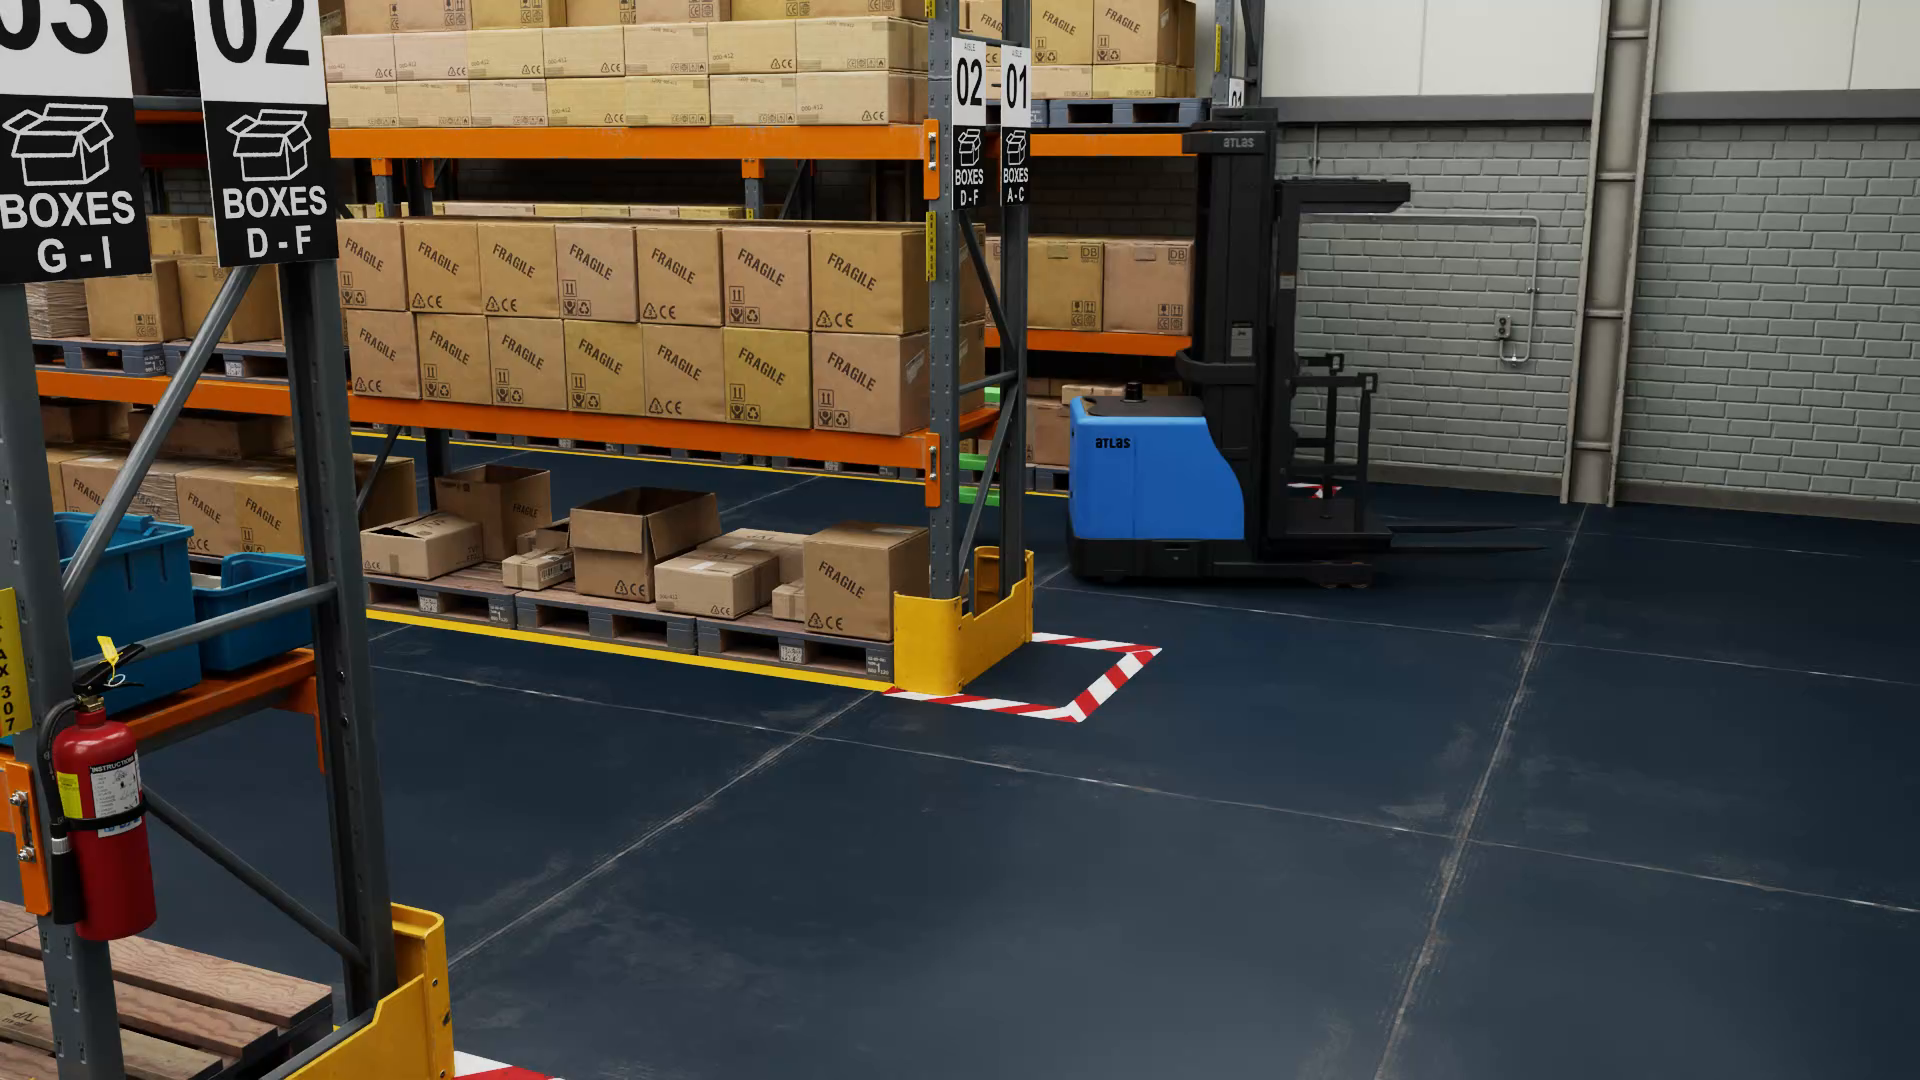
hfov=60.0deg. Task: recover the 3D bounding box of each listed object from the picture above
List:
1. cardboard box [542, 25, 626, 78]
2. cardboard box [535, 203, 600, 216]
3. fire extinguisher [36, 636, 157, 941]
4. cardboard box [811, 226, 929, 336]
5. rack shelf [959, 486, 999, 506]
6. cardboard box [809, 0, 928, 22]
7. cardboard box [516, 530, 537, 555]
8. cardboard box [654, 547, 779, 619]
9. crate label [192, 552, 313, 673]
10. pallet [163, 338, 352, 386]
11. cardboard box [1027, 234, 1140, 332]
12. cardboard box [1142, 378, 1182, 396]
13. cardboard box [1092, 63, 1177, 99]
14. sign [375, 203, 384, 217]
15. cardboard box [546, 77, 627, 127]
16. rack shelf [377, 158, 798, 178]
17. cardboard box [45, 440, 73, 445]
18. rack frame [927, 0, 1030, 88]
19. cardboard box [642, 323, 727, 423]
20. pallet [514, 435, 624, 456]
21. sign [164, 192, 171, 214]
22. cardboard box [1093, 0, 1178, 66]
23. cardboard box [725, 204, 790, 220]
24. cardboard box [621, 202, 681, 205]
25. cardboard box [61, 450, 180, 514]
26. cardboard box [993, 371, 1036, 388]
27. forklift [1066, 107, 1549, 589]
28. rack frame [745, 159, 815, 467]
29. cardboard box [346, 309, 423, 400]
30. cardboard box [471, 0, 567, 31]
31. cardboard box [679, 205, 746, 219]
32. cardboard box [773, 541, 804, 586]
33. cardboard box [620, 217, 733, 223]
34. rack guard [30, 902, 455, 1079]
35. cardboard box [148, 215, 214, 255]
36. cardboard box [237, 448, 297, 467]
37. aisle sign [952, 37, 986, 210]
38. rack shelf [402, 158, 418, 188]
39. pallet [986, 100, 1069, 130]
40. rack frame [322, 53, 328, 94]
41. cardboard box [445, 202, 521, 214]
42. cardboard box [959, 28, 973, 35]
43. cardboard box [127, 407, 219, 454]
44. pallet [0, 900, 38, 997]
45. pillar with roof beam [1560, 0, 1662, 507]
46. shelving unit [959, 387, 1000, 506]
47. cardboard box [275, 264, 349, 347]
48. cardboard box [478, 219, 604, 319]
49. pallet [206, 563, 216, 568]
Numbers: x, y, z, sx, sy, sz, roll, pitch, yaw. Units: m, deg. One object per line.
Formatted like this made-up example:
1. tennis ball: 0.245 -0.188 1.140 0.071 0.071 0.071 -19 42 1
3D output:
1. cardboard box: -1.840 -2.561 8.771 0.500 0.250 0.500 6 14 23
2. cardboard box: -3.475 -2.905 15.012 0.500 0.250 0.500 5 14 22
3. fire extinguisher: -1.950 0.564 3.769 0.183 0.674 0.296 6 14 23
4. cardboard box: -0.412 -1.317 8.394 0.500 0.500 0.500 6 14 23
5. rack shelf: 0.151 -0.273 11.622 0.480 0.148 0.258 6 14 23
6. cardboard box: -0.370 -2.838 8.309 0.500 0.500 0.700 6 14 23
7. cardboard box: -2.548 0.021 10.375 0.250 0.149 0.380 6 14 23
8. cardboard box: -1.347 0.234 9.249 0.500 0.250 0.500 6 14 23
9. crate label: -1.996 0.197 4.584 0.303 0.233 0.416 6 14 23
10. pallet: -4.238 -1.171 10.601 1.213 0.211 1.003 6 14 23
11. cardboard box: 0.969 -2.089 13.435 0.700 0.700 0.980 6 14 23
12. cardboard box: 1.624 -1.210 13.479 0.250 0.149 0.380 6 14 24
13. cardboard box: 1.332 -3.486 12.667 0.500 0.250 0.500 6 15 25
14. sign: -5.417 -2.984 15.545 0.005 0.325 0.100 6 14 23
15. cardboard box: -1.836 -2.319 8.835 0.500 0.250 0.500 6 14 23
16. rack shelf: -3.377 -3.498 15.105 4.000 0.370 1.077 6 14 23
17. cardboard box: -6.258 -0.498 11.819 0.500 0.500 0.500 6 15 25
18. rack frame: 0.106 -3.719 7.904 0.127 3.000 1.000 6 14 23
19. cardboard box: -1.343 -0.926 8.915 0.500 0.500 0.500 6 14 24
20. pallet: -3.404 -1.014 15.613 1.213 0.211 1.003 6 14 23
21. sign: -8.641 -3.623 18.095 0.005 0.325 0.100 6 14 23
22. cardboard box: 1.329 -3.849 12.575 0.500 0.500 0.500 6 14 23
23. cardboard box: -1.863 -2.868 14.857 0.500 0.250 0.500 6 15 25
24. cardboard box: -2.805 -2.961 15.251 0.500 0.250 0.500 5 14 21
25. cardboard box: -5.491 -0.292 10.940 0.500 0.500 0.500 5 14 21
26. cardboard box: 0.464 -1.327 13.977 0.250 0.149 0.380 6 14 24
27. forklift: 2.237 -1.244 10.640 3.031 2.935 1.130 0 13 1
28. rack frame: -1.548 -2.203 14.577 0.127 3.000 1.000 6 14 23
29. cardboard box: -3.196 -1.113 9.711 0.500 0.500 0.500 6 15 25
30. cardboard box: -2.232 -3.006 9.025 0.500 0.500 0.700 6 14 23
31. cardboard box: -2.079 -2.761 14.400 0.500 0.250 0.500 6 15 25
32. cardboard box: -0.733 0.171 9.517 0.500 0.250 0.500 6 14 23
33. cardboard box: -1.594 -1.570 9.474 0.500 0.500 0.500 6 14 23
34. rack guard: -1.877 1.453 4.469 0.348 0.500 1.175 6 14 23
35. cardboard box: -7.903 -3.099 17.212 0.500 0.500 0.700 7 15 29
36. cardboard box: -4.387 -0.308 11.010 0.500 0.500 0.500 6 14 24
37. aisle sign: 0.044 -1.993 7.992 0.004 0.787 0.394 6 14 23
38. rack shelf: -5.380 -2.463 10.695 4.000 0.370 1.077 6 14 23
39. pallet: 0.307 -3.429 13.430 1.213 0.211 1.003 6 14 23
40. rack frame: -3.551 -4.089 9.481 0.127 3.000 1.000 6 14 23
41. cardboard box: -4.403 -2.996 15.401 0.500 0.250 0.500 6 14 22
42. cardboard box: -0.258 -2.530 8.641 0.500 0.250 0.500 6 14 23
43. cardboard box: -5.268 -0.765 11.315 0.500 0.250 0.500 5 14 22
44. pallet: -3.754 1.396 5.342 1.213 0.211 1.003 6 14 23
45. pillar with roof beam: 3.184 -3.785 8.188 0.400 9.000 9.100 6 14 23
46. shelving unit: 0.151 -0.569 11.553 0.503 1.200 0.258 6 14 23
47. cardboard box: -3.894 -1.512 10.493 0.500 0.500 0.700 1 13 4
48. cardboard box: -2.293 -1.506 9.198 0.500 0.500 0.500 5 14 22
49. pallet: -5.430 0.010 11.252 1.213 0.211 1.003 6 14 23
